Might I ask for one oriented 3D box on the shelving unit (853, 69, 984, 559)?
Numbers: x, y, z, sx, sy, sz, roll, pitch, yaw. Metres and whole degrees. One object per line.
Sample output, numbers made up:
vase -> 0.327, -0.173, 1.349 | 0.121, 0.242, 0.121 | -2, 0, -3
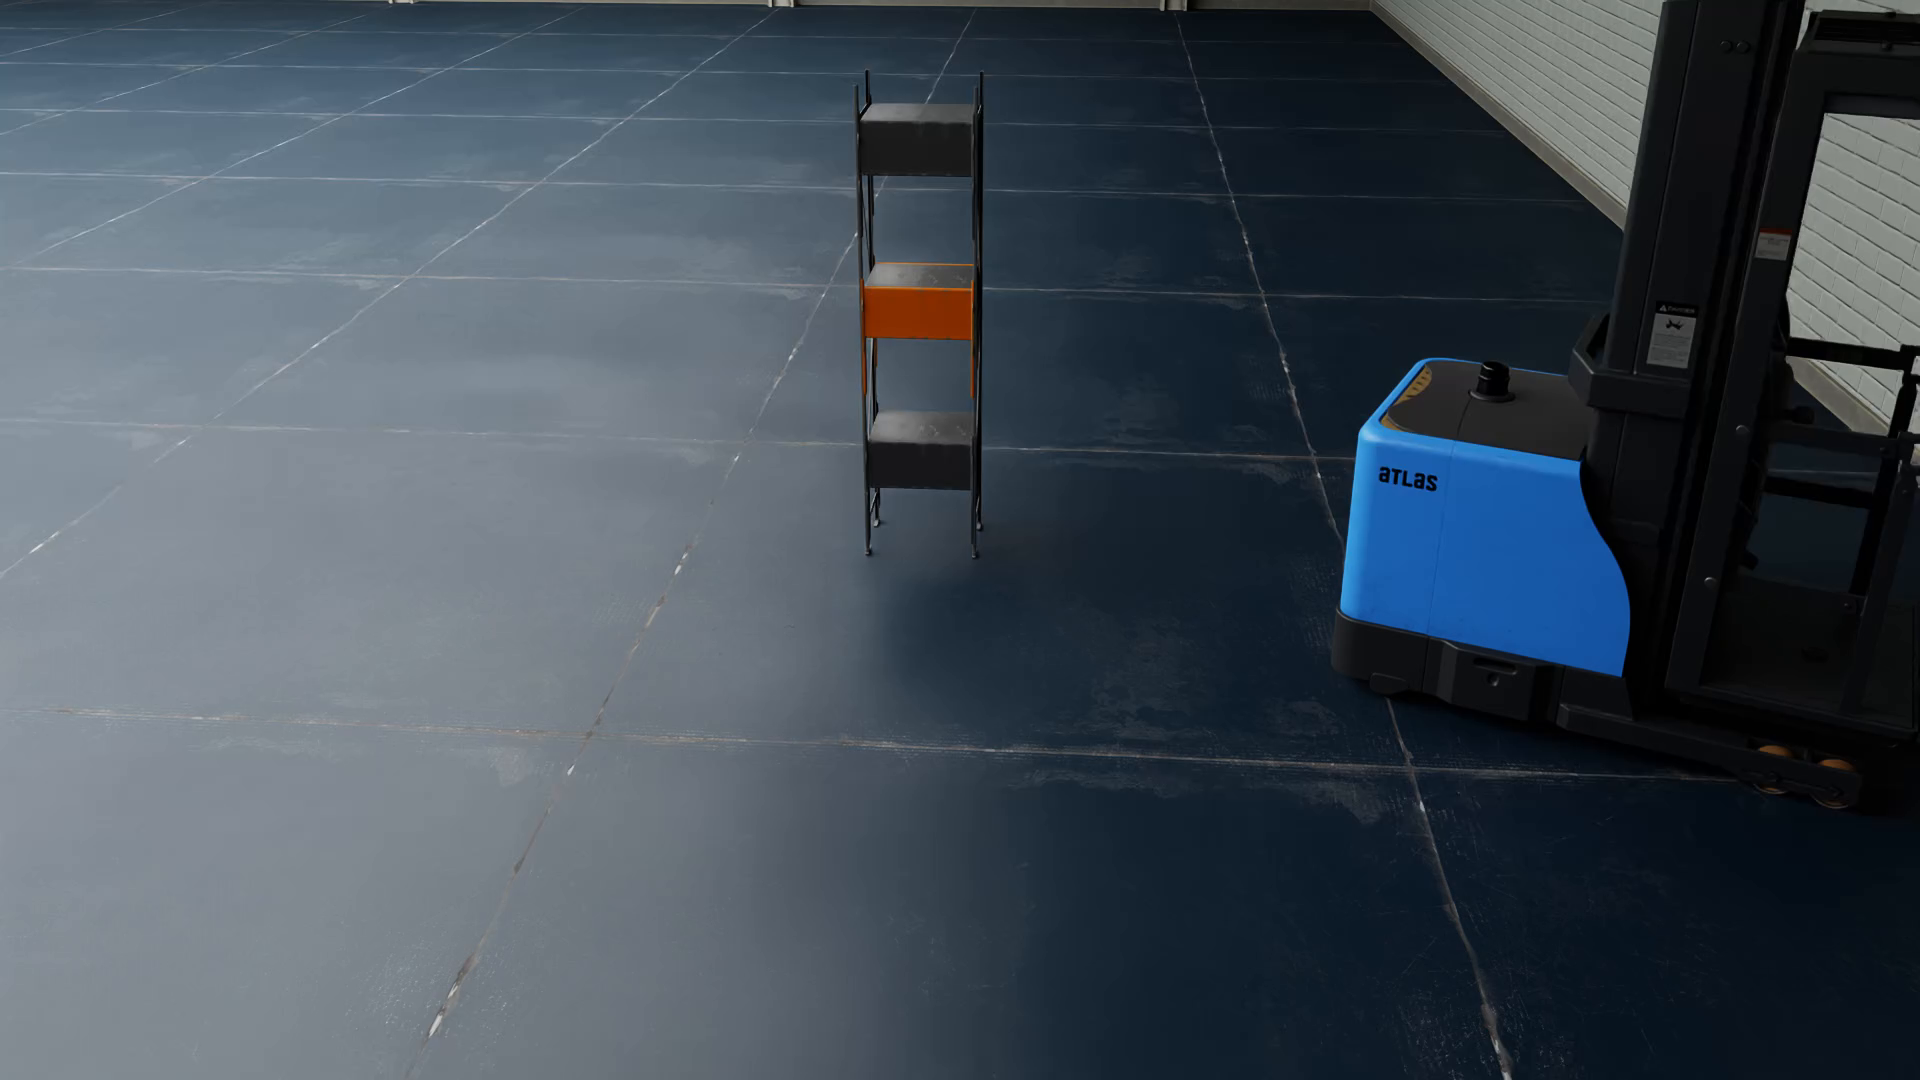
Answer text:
shelving unit -> -0.165, -0.959, 7.323 | 0.503, 2.100, 0.431 | 2, 25, 4

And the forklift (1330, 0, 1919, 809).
forklift -> 3.001, -0.659, 5.676 | 3.031, 2.935, 1.130 | 12, 27, 25

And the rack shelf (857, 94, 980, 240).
rack shelf -> -0.165, -1.583, 7.036 | 0.480, 0.518, 0.431 | 2, 25, 4

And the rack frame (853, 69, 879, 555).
rack frame -> -0.408, -0.967, 7.340 | 0.015, 2.100, 0.400 | 2, 25, 4

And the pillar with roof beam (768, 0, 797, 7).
pillar with roof beam -> -3.066, -10.552, 19.918 | 0.400, 9.000, 9.100 | 2, 25, 4

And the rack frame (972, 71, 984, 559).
rack frame -> 0.078, -0.951, 7.306 | 0.015, 2.100, 0.400 | 2, 25, 4

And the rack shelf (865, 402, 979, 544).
rack shelf -> -0.165, -0.311, 7.621 | 0.480, 0.518, 0.431 | 2, 25, 4

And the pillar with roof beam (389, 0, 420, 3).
pillar with roof beam -> -9.048, -10.744, 20.335 | 0.400, 9.000, 9.100 | 2, 25, 4

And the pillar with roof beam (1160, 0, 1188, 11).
pillar with roof beam -> 2.917, -10.360, 19.500 | 0.400, 9.000, 9.100 | 2, 25, 4

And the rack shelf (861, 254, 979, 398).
rack shelf -> -0.165, -0.947, 7.328 | 0.480, 0.518, 0.431 | 2, 25, 4
